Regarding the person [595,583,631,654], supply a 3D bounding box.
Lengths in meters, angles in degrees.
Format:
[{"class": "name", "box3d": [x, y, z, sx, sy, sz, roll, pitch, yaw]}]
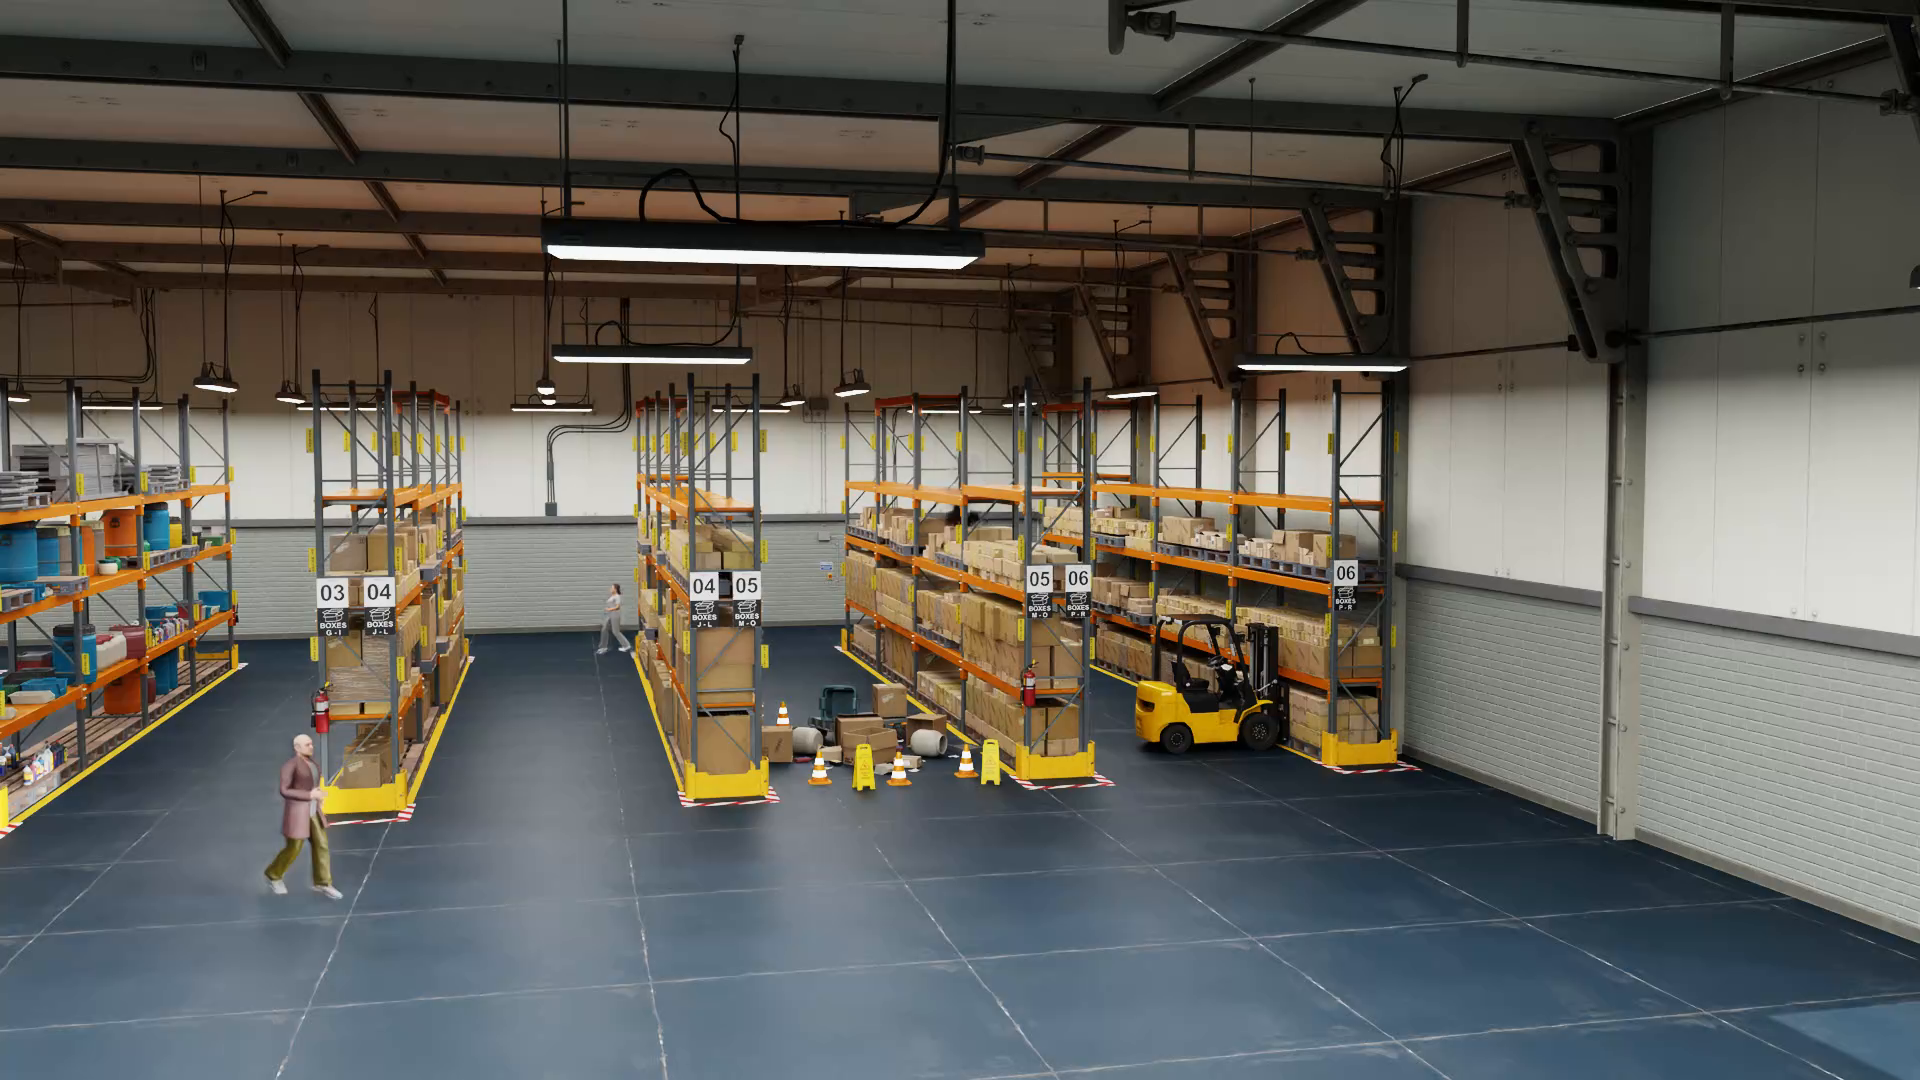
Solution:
[{"class": "person", "box3d": [-8.288, 1.880, 39.735, 0.821, 1.696, 0.579, -2, 4, -31]}]

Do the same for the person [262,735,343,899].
[{"class": "person", "box3d": [-7.270, 3.050, 18.343, 0.922, 1.829, 0.737, 1, 3, 16]}]
